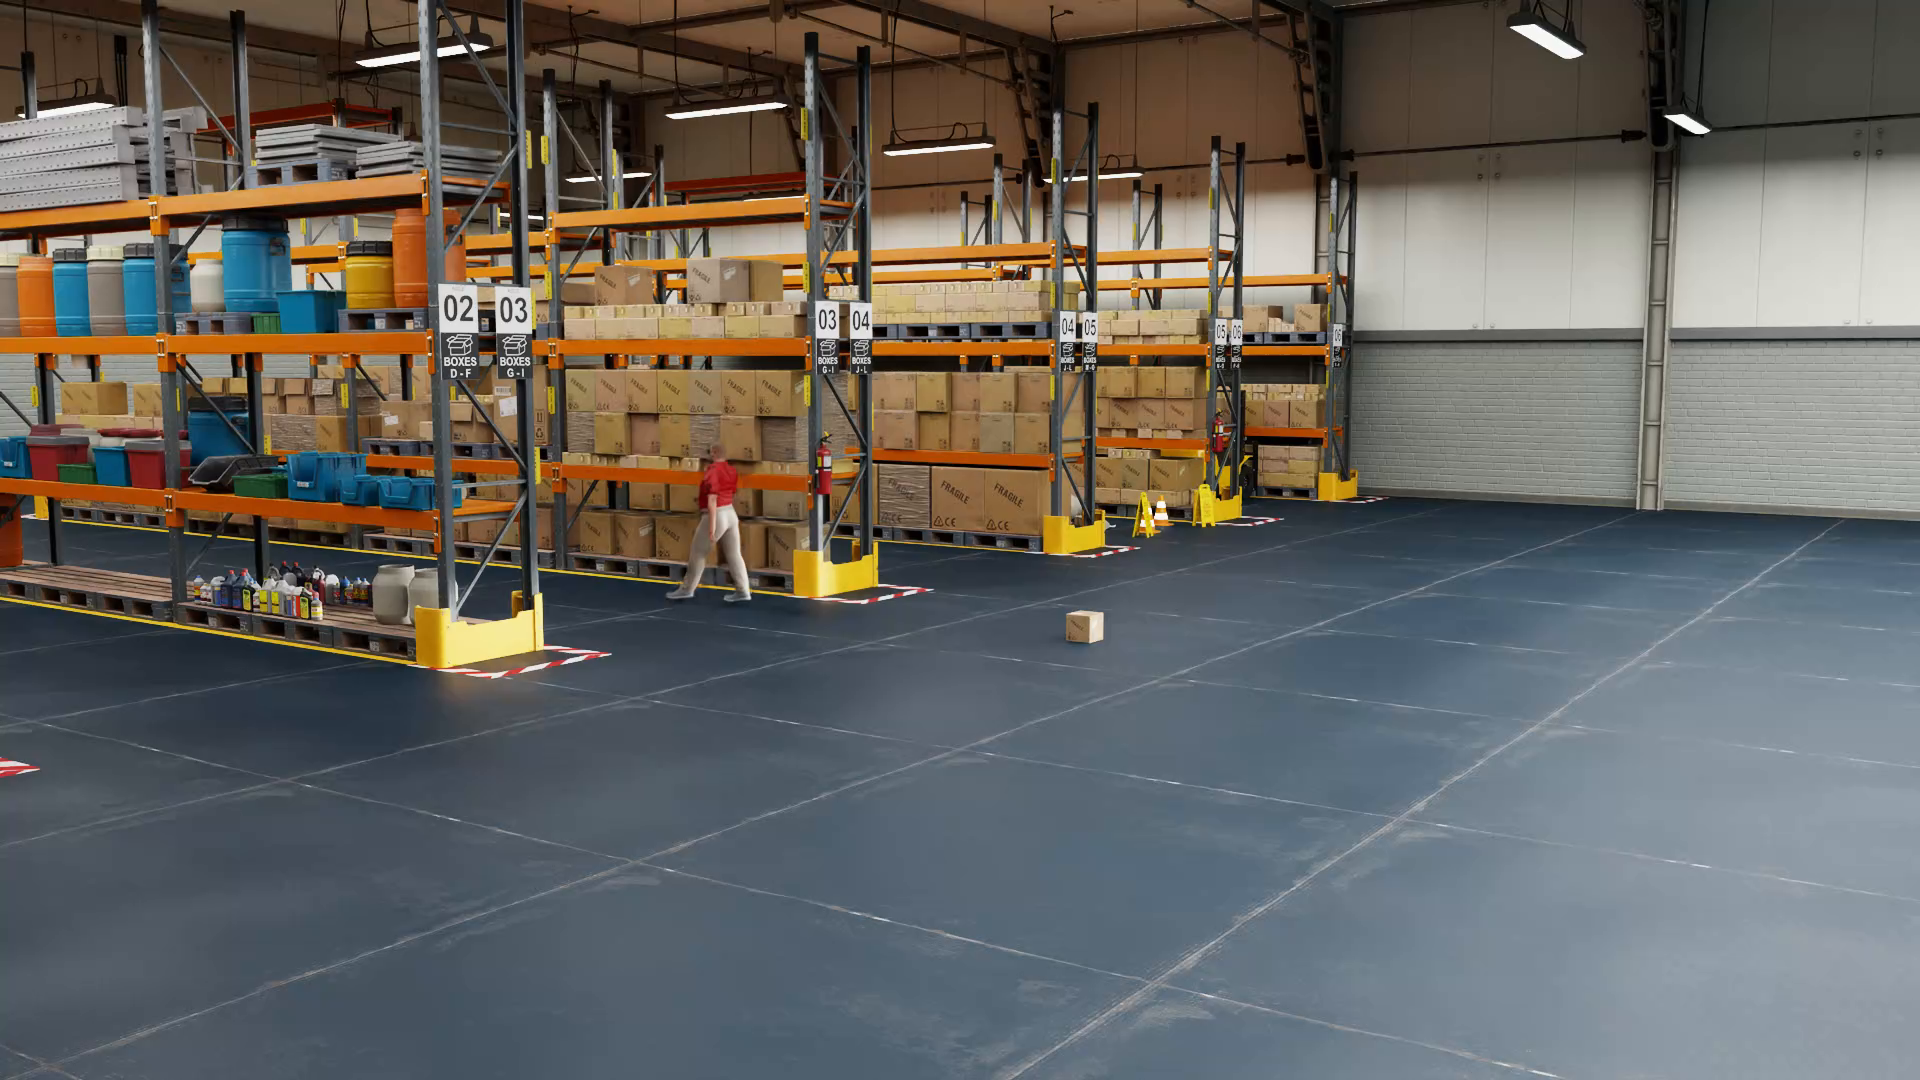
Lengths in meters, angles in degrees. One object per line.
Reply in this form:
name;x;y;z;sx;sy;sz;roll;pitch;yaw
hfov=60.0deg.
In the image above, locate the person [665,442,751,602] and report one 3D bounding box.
person;-2.634;-0.202;17.563;0.958;1.679;0.573;4;8;34
